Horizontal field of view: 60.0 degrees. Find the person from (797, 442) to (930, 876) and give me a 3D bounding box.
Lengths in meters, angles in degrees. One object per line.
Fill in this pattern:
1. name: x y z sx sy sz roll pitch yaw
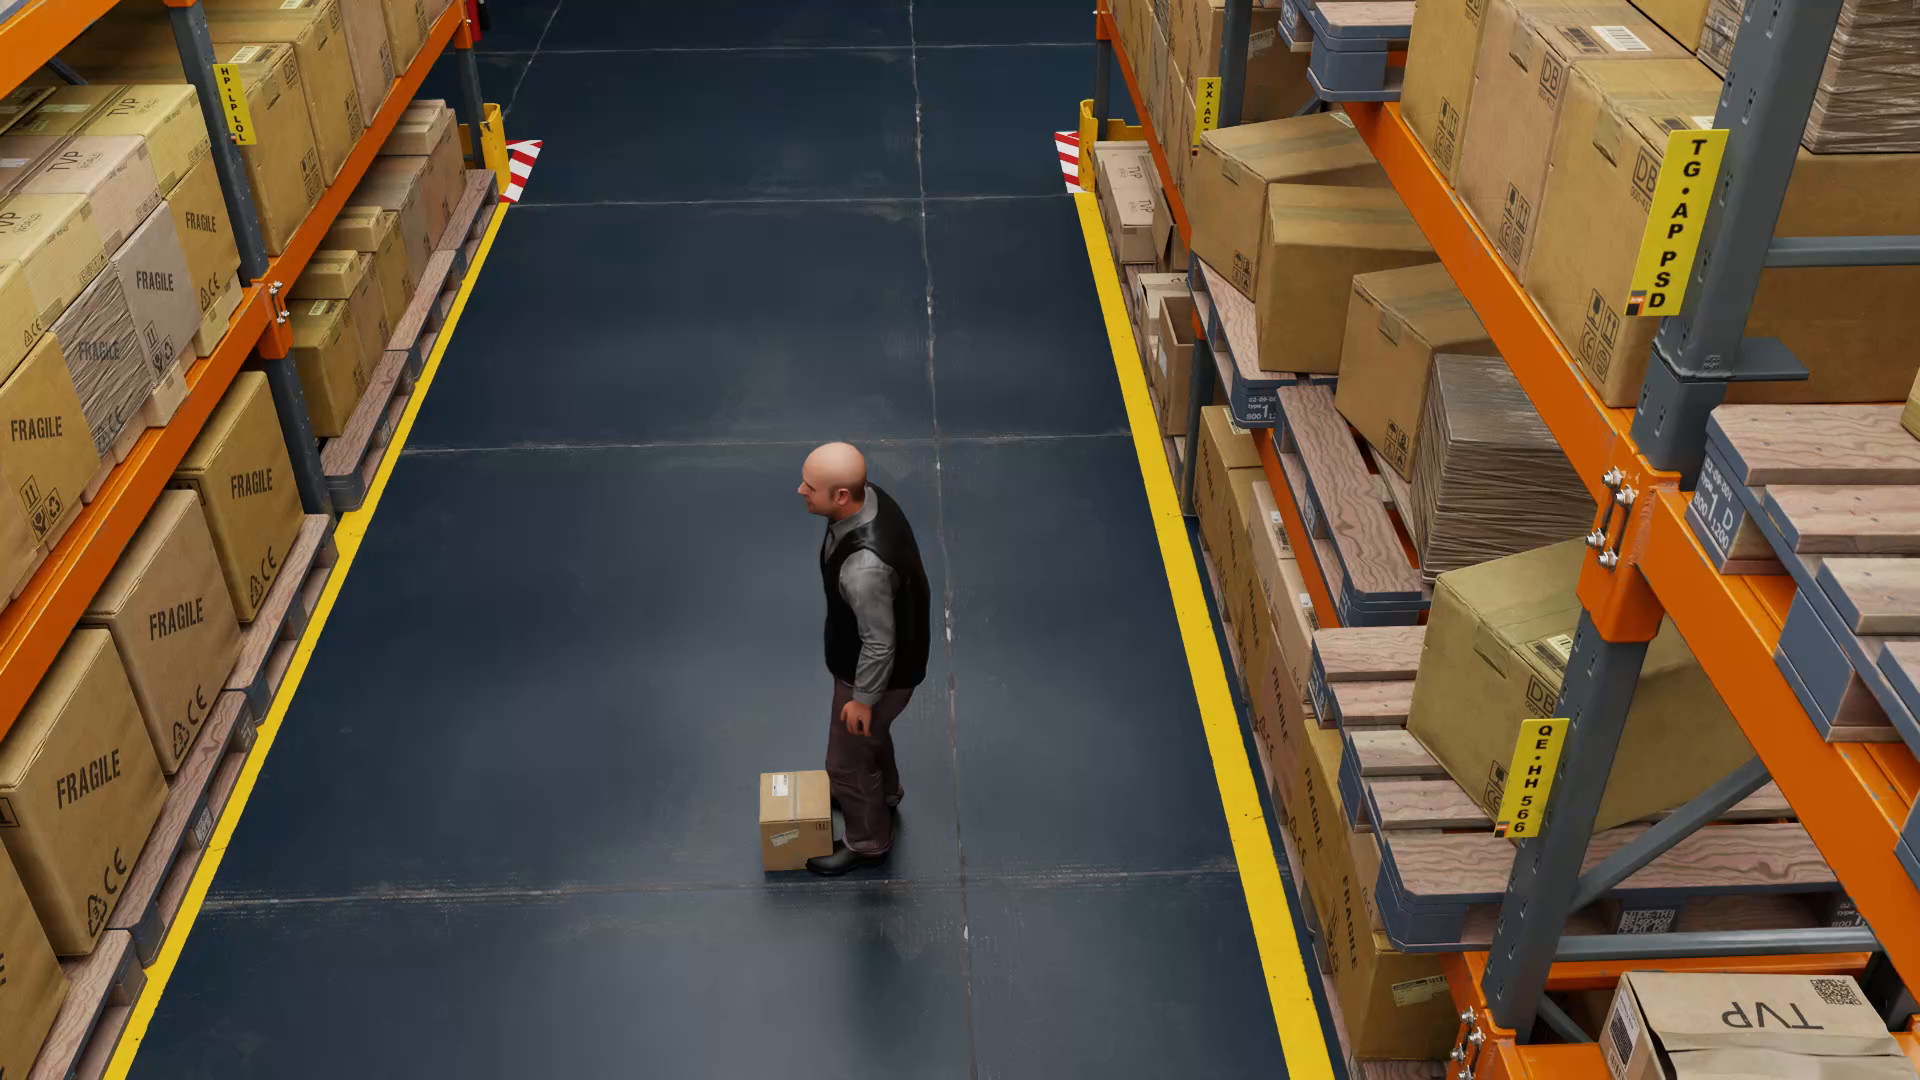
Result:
1. person: -0.334 0.403 5.590 0.470 1.721 0.594 -3 35 -5
